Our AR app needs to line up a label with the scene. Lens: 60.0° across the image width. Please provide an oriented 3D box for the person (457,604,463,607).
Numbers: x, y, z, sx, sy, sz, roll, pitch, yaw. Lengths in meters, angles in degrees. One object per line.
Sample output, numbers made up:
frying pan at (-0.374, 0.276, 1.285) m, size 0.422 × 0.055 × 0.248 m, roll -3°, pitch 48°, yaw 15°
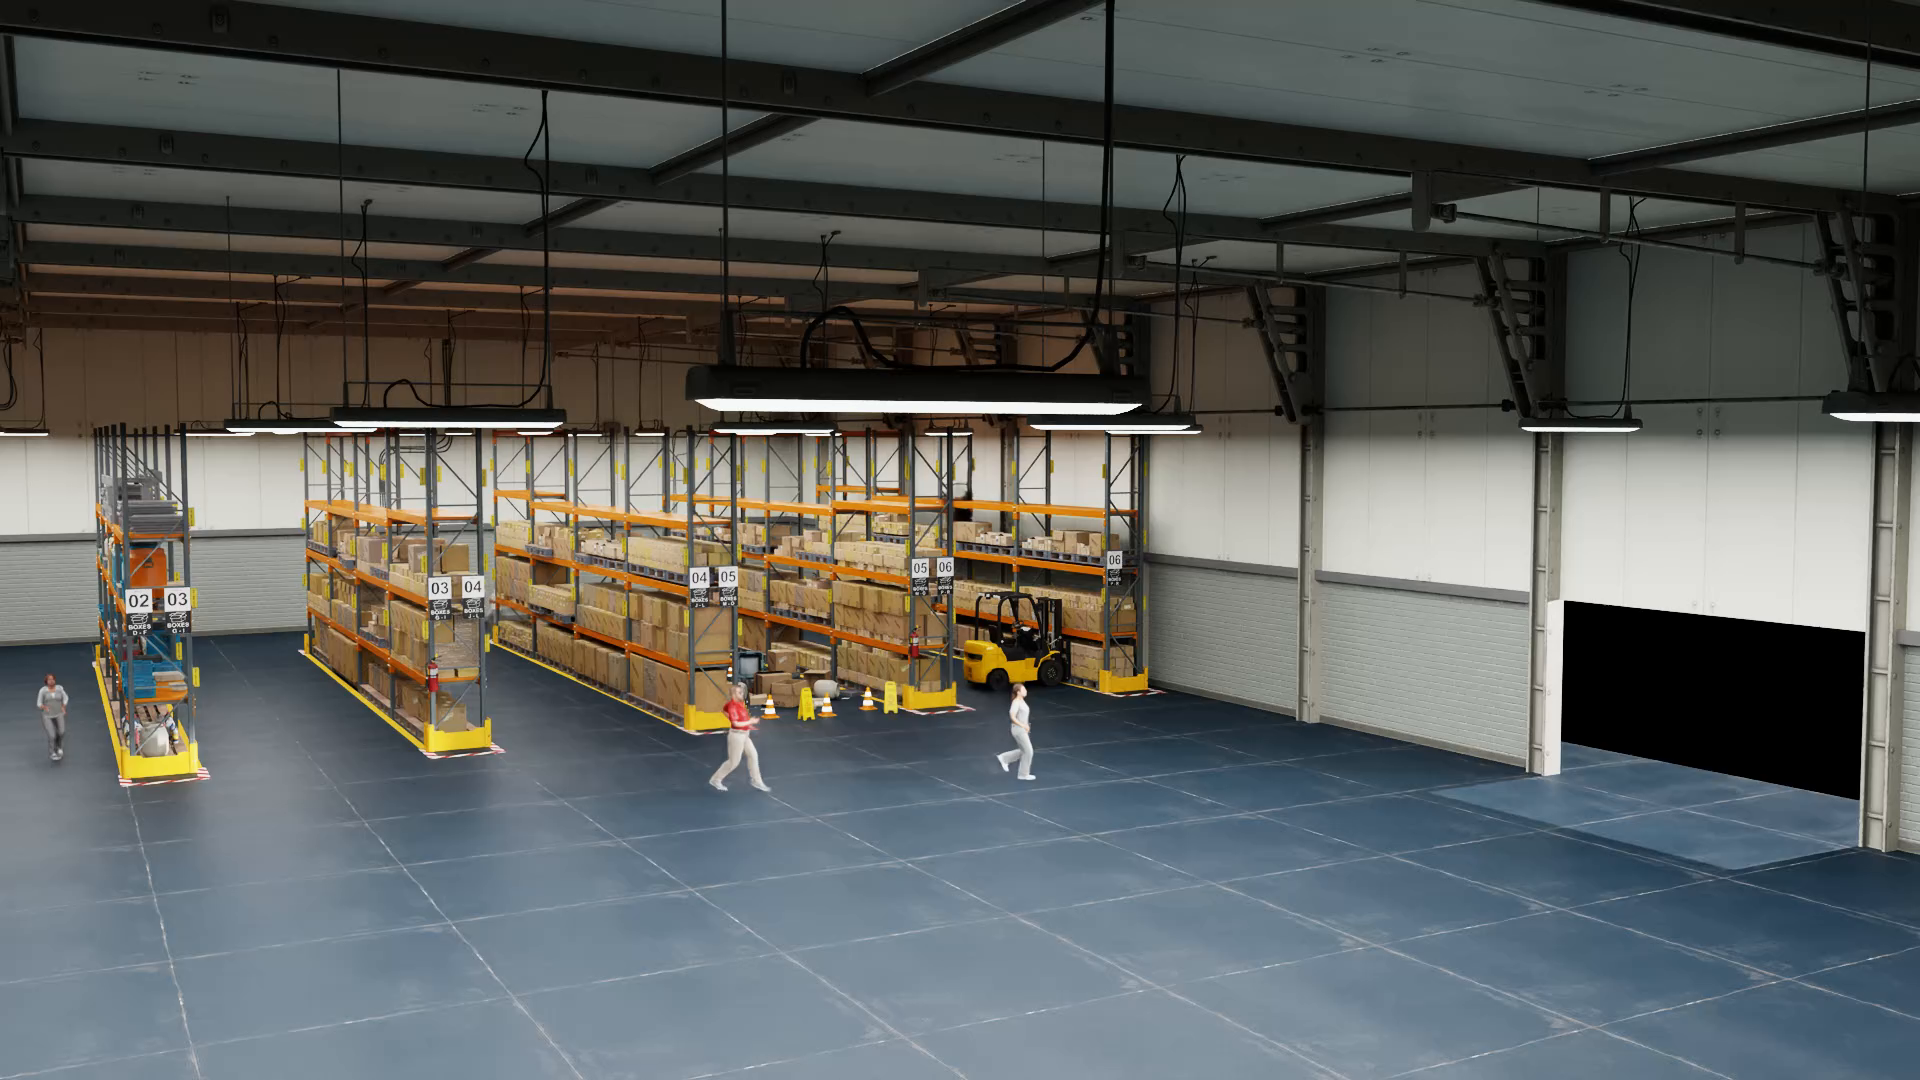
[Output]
person at (-13.982, 2.103, 45.787) m, size 0.730 × 1.702 × 0.855 m, roll -2°, pitch 4°, yaw -26°

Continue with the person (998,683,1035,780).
person at (0.946, 3.211, 27.937) m, size 0.655 × 1.627 × 0.585 m, roll 1°, pitch 4°, yaw 13°

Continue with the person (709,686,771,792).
person at (-3.566, 3.231, 26.925) m, size 0.977 × 1.736 × 0.669 m, roll 0°, pitch 3°, yaw 3°

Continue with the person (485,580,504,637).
person at (-13.337, 1.975, 47.840) m, size 0.620 × 1.712 × 0.716 m, roll -3°, pitch 4°, yaw -39°

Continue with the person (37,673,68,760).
person at (-16.079, 3.141, 29.507) m, size 0.508 × 1.558 × 0.586 m, roll -2°, pitch 4°, yaw -36°
